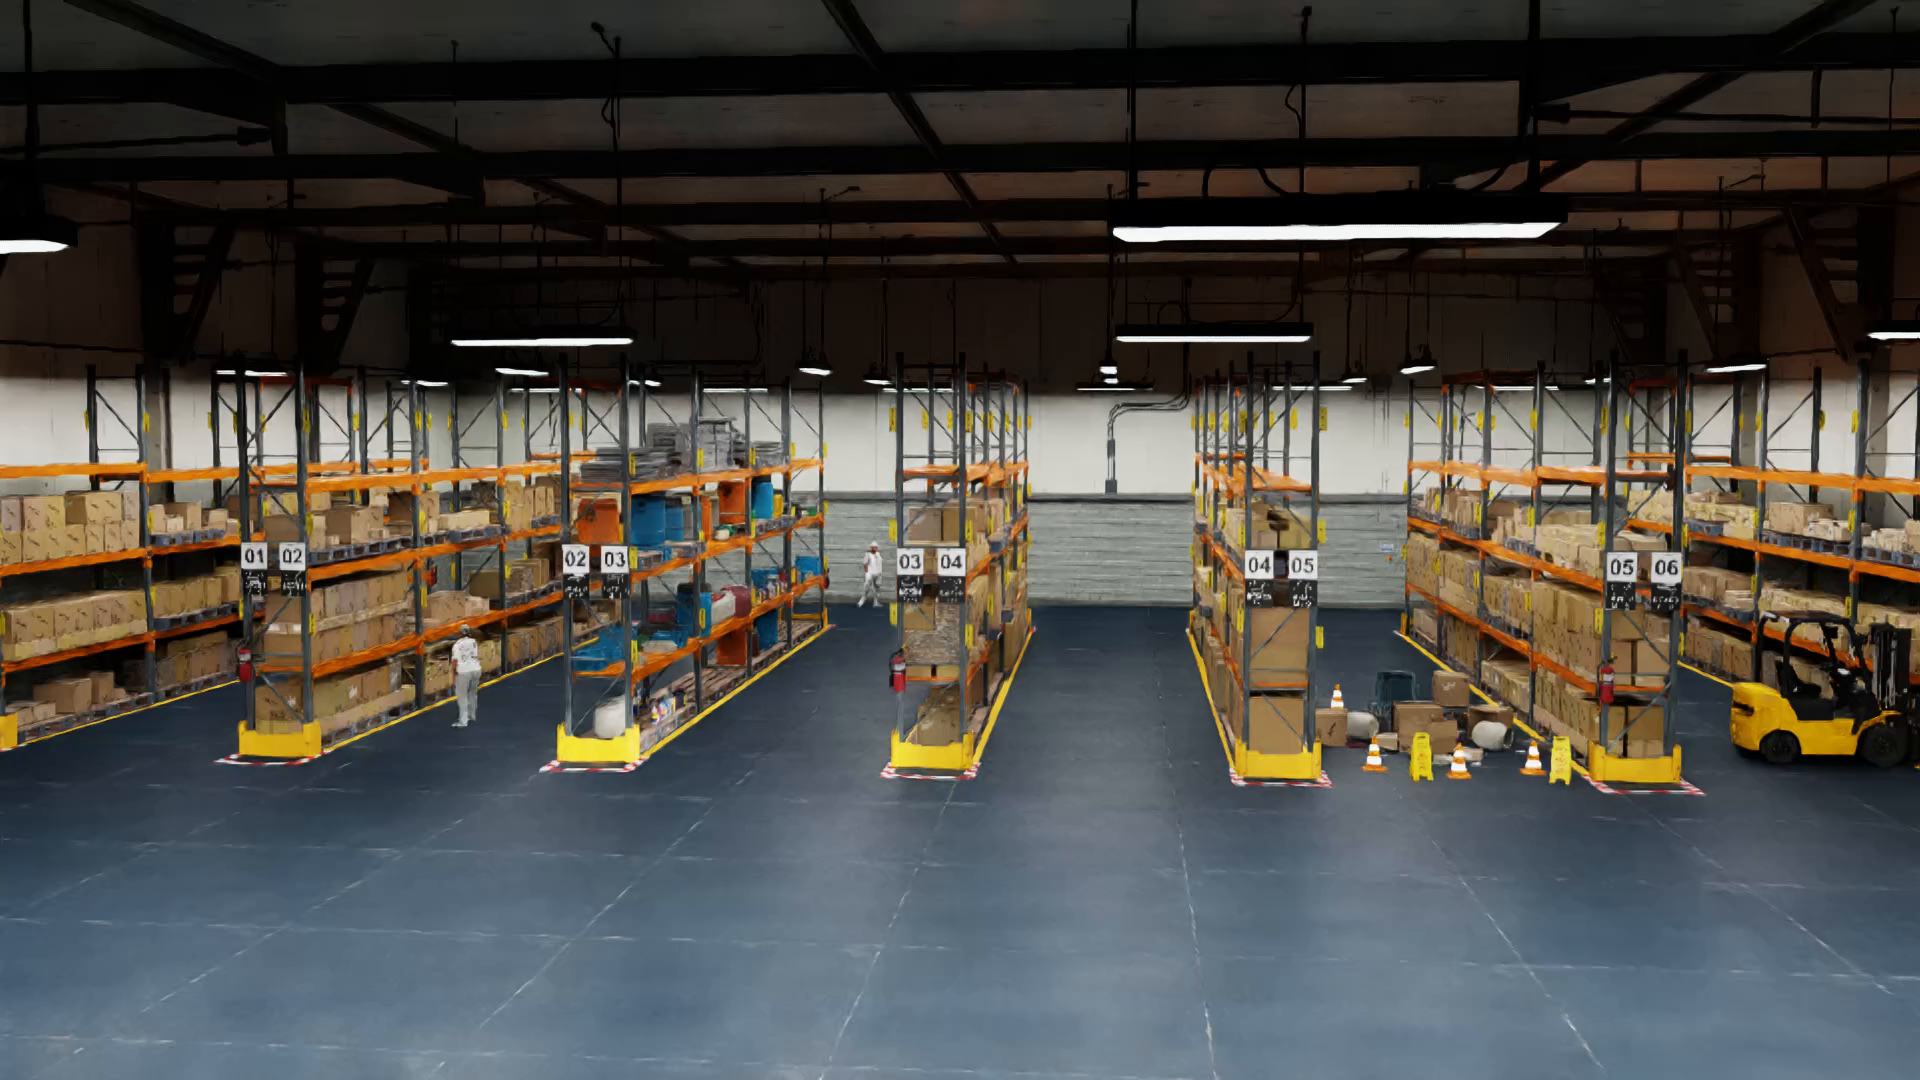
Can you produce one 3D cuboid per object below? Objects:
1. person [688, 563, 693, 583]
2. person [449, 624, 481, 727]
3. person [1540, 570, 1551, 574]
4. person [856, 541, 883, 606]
[{"bbox_3d":[-6.481,1.175,41.063,0.433,1.790,0.629,2,5,27],"label":"person"},{"bbox_3d":[-8.179,2.218,27.401,0.478,1.667,0.523,3,5,35],"label":"person"},{"bbox_3d":[13.862,1.339,39.364,0.509,1.748,0.731,-2,4,-21],"label":"person"},{"bbox_3d":[-2.447,0.919,45.025,0.724,1.782,0.486,-3,5,-40],"label":"person"}]
